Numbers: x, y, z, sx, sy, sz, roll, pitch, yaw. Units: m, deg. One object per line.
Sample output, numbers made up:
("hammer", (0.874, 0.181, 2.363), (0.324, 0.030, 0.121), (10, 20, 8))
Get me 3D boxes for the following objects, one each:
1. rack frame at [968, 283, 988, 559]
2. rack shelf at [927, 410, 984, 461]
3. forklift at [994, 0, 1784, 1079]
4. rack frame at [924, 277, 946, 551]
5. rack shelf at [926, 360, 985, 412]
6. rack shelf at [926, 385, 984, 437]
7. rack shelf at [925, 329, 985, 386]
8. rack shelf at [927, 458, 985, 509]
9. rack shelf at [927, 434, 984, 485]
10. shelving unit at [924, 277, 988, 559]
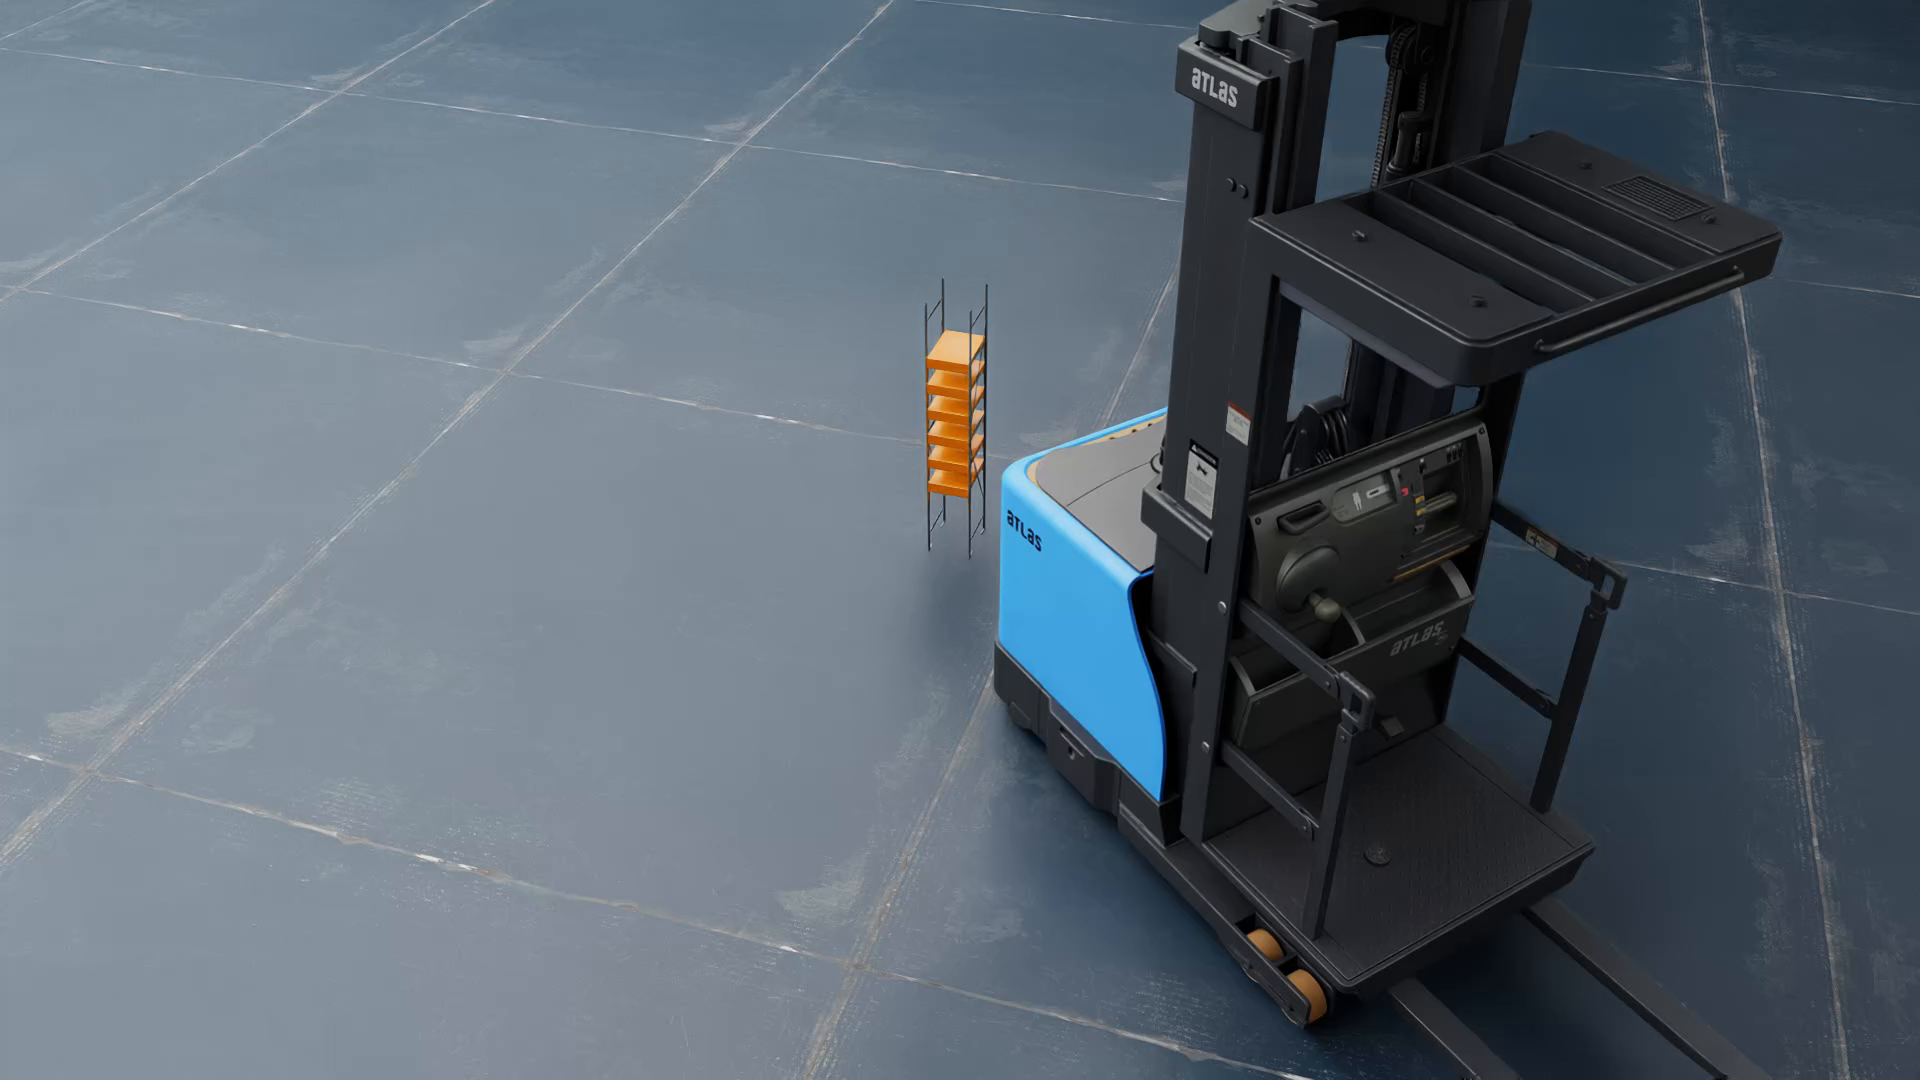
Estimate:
("rack frame", (0.074, -0.470, 6.876), (0.006, 1.200, 0.240), (10, 38, 14))
("rack shelf", (-0.014, -0.450, 6.924), (0.180, 0.103, 0.258), (10, 38, 14))
("forklift", (1.338, 0.011, 4.763), (1.130, 2.935, 3.031), (-20, 41, -25))
("rack frame", (-0.101, -0.502, 6.920), (0.006, 1.200, 0.240), (10, 38, 14))
("rack shelf", (-0.014, -0.643, 6.782), (0.180, 0.103, 0.258), (10, 38, 14))
("rack shelf", (-0.014, -0.547, 6.853), (0.180, 0.103, 0.258), (10, 38, 14))
("rack shelf", (-0.014, -0.740, 6.711), (0.180, 0.103, 0.258), (10, 38, 14))
("rack shelf", (-0.014, -0.257, 7.066), (0.180, 0.103, 0.258), (10, 38, 14))
("rack shelf", (-0.014, -0.353, 6.995), (0.180, 0.103, 0.258), (10, 38, 14))
("shelving unit", (-0.014, -0.486, 6.898), (0.189, 1.200, 0.258), (10, 38, 14))
